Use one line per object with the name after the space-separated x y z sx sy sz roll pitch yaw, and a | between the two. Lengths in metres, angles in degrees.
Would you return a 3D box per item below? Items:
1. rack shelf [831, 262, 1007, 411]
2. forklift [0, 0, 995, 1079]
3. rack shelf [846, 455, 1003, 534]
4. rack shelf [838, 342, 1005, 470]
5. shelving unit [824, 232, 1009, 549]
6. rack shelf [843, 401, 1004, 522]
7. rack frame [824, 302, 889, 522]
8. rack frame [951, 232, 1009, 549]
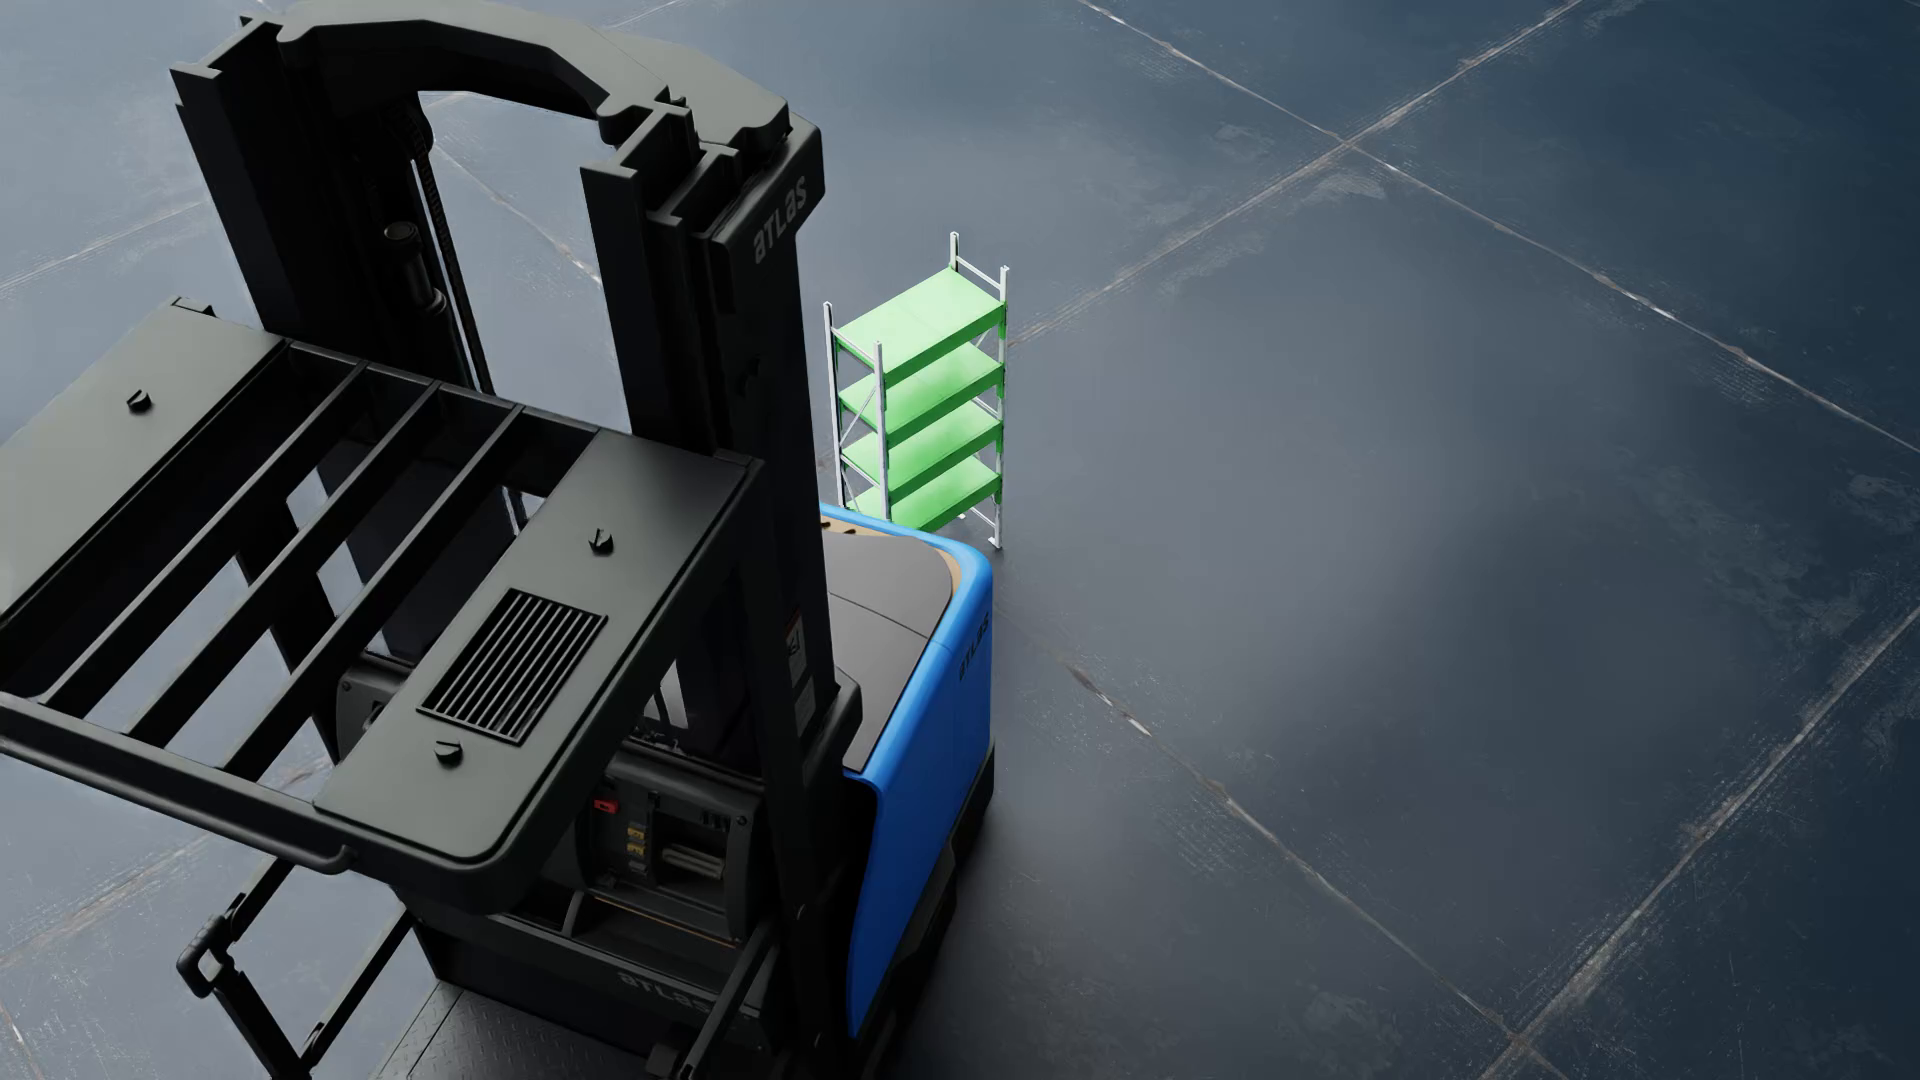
-0.122 -0.607 4.928 0.480 0.148 0.258 -34 56 -27 | rack shelf
-0.905 0.644 3.161 1.130 2.935 3.031 16 49 14 | forklift
-0.122 -0.119 5.457 0.480 0.148 0.258 -34 56 -27 | rack shelf
-0.122 -0.444 5.104 0.480 0.148 0.258 -34 56 -27 | rack shelf
-0.122 -0.325 5.234 0.503 1.200 0.258 -34 56 -27 | shelving unit
-0.122 -0.282 5.280 0.480 0.148 0.258 -34 56 -27 | rack shelf
-0.303 -0.204 5.122 0.015 1.200 0.240 -34 56 -27 | rack frame
0.058 -0.446 5.345 0.015 1.200 0.240 -34 56 -27 | rack frame
